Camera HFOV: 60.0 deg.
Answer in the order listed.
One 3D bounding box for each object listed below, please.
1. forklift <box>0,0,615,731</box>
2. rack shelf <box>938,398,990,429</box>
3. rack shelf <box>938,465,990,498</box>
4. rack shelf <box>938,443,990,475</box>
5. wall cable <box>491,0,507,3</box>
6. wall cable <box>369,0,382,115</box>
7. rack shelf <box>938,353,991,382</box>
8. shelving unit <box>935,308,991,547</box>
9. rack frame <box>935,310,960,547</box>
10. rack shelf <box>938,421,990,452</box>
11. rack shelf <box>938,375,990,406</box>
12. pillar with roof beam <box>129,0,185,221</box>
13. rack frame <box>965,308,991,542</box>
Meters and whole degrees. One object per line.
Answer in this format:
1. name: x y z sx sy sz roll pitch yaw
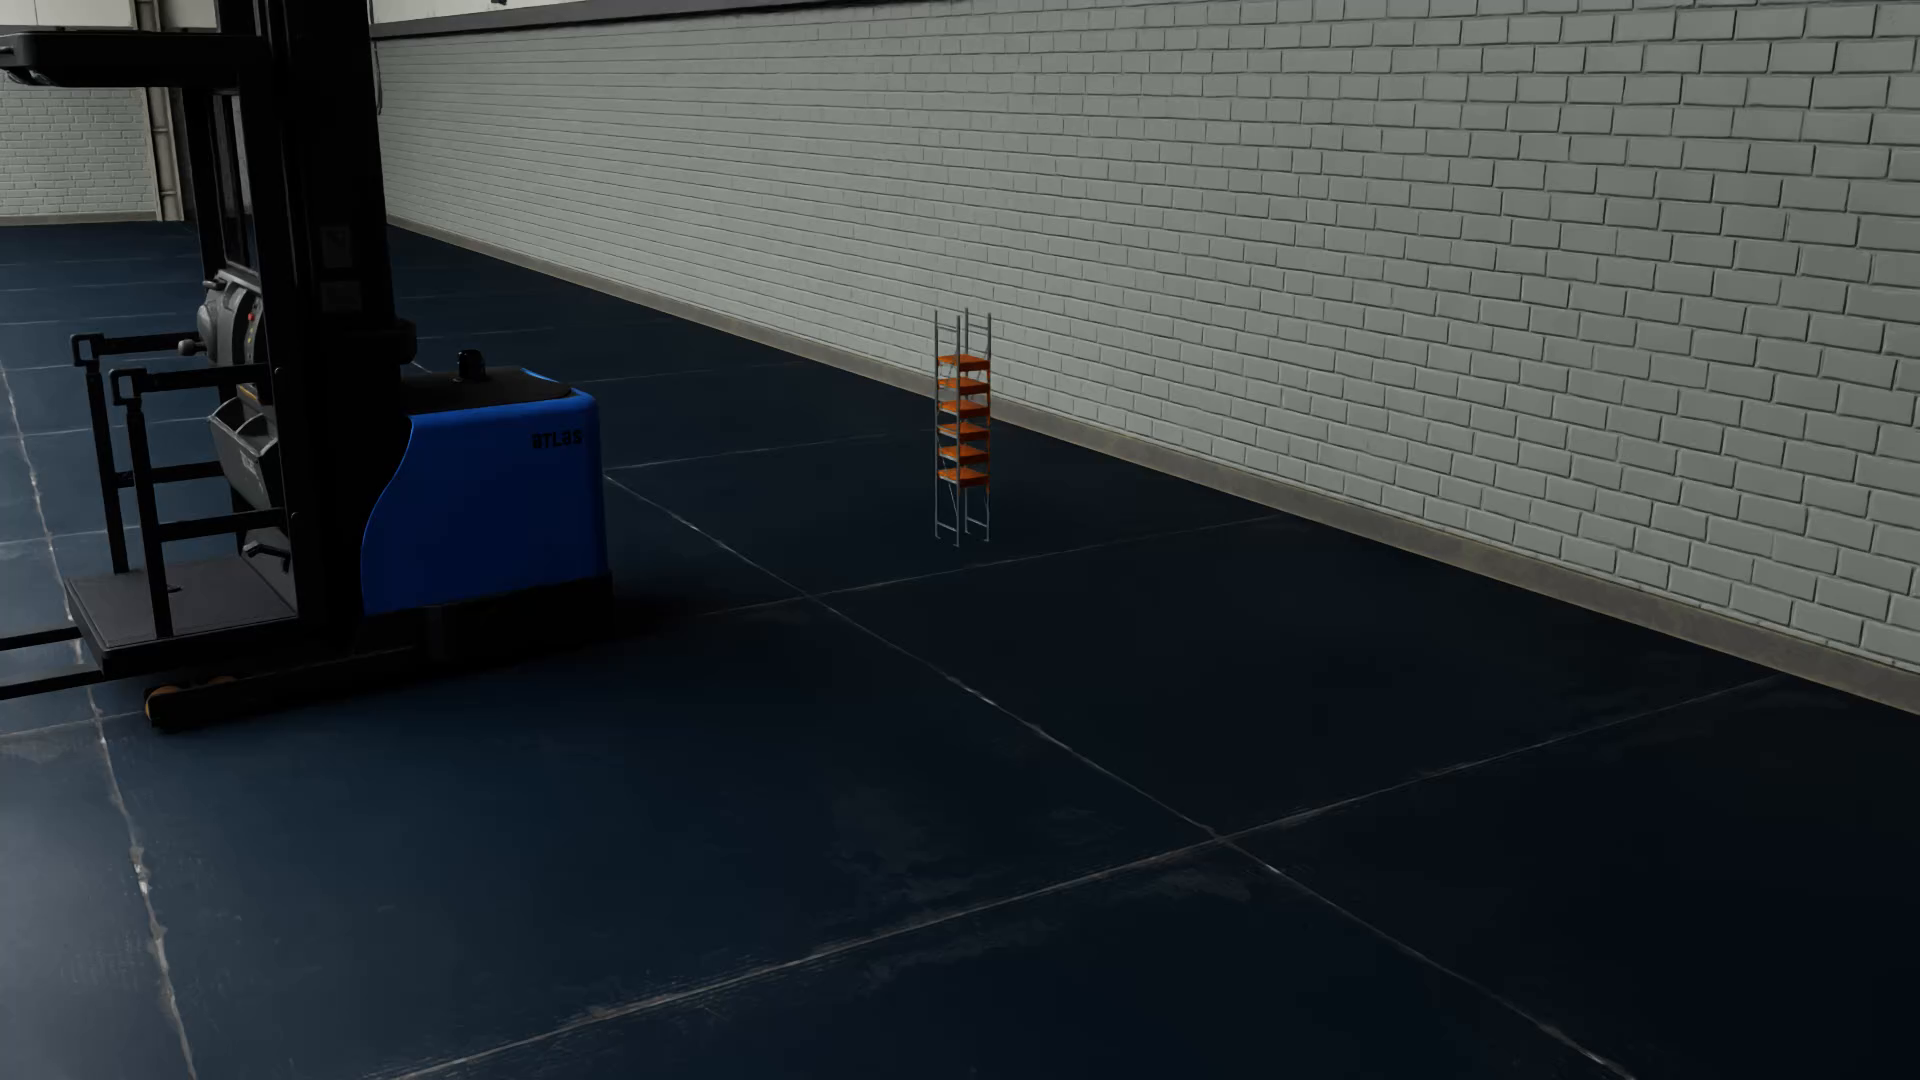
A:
1. forklift: -3.000 -0.859 6.384 3.031 2.935 1.130 -10 19 -33
2. rack shelf: 0.012 -0.653 8.573 0.180 0.103 0.258 -9 18 -30
3. rack shelf: 0.012 -0.306 8.670 0.180 0.103 0.258 -9 18 -30
4. rack shelf: 0.012 -0.421 8.638 0.180 0.103 0.258 -9 18 -30
5. wall cable: -5.151 -9.238 18.733 0.169 6.003 2.305 -9 18 -30
6. wall cable: -10.026 -8.304 27.454 0.112 2.526 3.097 -9 18 -30
7. rack shelf: 0.012 -0.884 8.508 0.180 0.103 0.258 -9 18 -30
8. shelving unit: 0.012 -0.580 8.593 0.189 1.200 0.258 -9 18 -30
9. rack frame: -0.066 -0.567 8.548 0.006 1.200 0.240 -9 18 -30
10. rack shelf: 0.012 -0.537 8.605 0.180 0.103 0.258 -9 18 -30
11. rack shelf: 0.012 -0.768 8.541 0.180 0.103 0.258 -9 18 -30
12. pillar with roof beam: -11.015 -8.700 23.112 0.400 9.000 9.100 -9 18 -30
13. rack frame: 0.091 -0.592 8.639 0.006 1.200 0.240 -9 18 -30
